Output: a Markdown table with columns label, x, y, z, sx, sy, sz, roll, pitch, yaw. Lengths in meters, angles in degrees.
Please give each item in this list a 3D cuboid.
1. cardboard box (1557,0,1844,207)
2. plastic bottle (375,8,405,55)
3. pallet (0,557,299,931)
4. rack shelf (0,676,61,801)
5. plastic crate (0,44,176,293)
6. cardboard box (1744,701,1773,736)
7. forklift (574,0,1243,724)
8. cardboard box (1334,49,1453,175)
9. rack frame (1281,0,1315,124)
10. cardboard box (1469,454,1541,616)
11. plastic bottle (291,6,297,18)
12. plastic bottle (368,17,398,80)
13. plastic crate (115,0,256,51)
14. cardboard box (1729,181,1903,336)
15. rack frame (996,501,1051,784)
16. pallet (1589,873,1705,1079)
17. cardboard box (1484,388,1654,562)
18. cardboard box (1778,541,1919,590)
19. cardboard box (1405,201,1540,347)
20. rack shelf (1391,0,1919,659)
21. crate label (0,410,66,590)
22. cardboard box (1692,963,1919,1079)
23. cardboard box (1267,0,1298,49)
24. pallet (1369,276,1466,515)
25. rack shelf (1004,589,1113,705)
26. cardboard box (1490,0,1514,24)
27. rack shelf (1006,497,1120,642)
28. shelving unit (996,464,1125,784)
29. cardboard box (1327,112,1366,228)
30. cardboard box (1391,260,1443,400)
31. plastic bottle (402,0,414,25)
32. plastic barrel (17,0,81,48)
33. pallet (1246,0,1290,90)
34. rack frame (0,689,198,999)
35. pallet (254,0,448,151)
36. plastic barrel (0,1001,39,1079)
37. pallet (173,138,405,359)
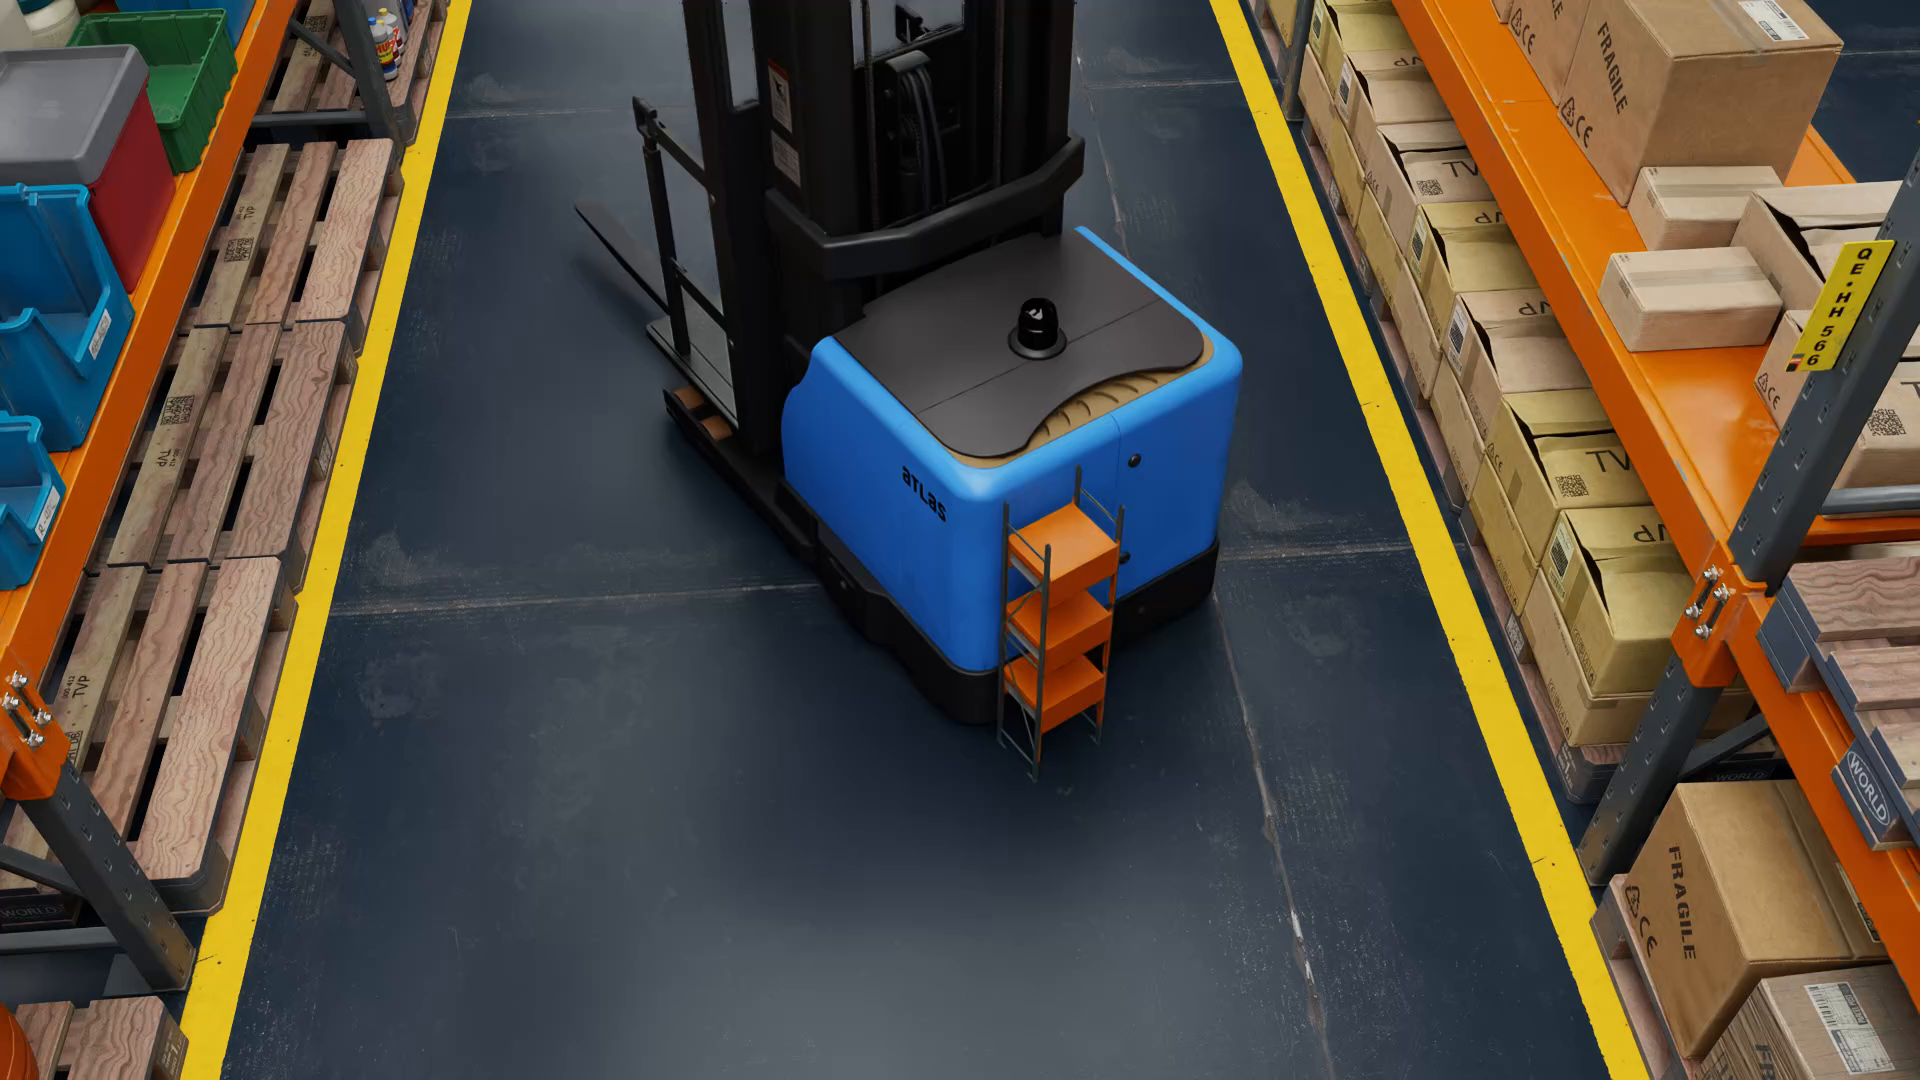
| label | x | y | z | sx | sy | sz | roll | pitch | yaw |
| --- | --- | --- | --- | --- | --- | --- | --- | --- | --- |
| cardboard box | 2.151 | -1.349 | 4.893 | 0.500 | 0.500 | 0.500 | -6 | 47 | -5 |
| plastic bottle | -2.570 | -2.290 | 7.478 | 0.097 | 0.201 | 0.097 | 0 | 47 | 0 |
| pallet | -2.654 | 0.593 | 5.043 | 1.003 | 0.211 | 1.213 | -3 | 47 | -3 |
| rack shelf | -2.461 | 1.891 | 2.388 | 1.077 | 0.370 | 4.000 | -3 | 47 | -3 |
| plastic crate | -2.458 | -1.013 | 4.599 | 0.402 | 0.464 | 0.583 | -3 | 47 | -3 |
| cardboard box | 2.557 | 0.303 | 5.002 | 0.500 | 0.250 | 0.500 | -4 | 47 | -3 |
| forklift | -0.423 | -1.479 | 5.132 | 1.130 | 2.935 | 3.031 | -27 | 52 | -23 |
| cardboard box | 1.796 | -1.710 | 6.522 | 0.500 | 0.311 | 0.500 | -4 | 47 | -4 |
| rack frame | 1.973 | -2.995 | 6.521 | 1.000 | 3.000 | 0.127 | -3 | 47 | -3 |
| cardboard box | 1.974 | -0.039 | 5.325 | 0.500 | 0.250 | 0.500 | -4 | 47 | -4 |
| plastic bottle | -3.175 | -2.526 | 7.649 | 0.152 | 0.276 | 0.135 | -3 | 47 | -3 |
| plastic bottle | -2.553 | -2.167 | 7.313 | 0.097 | 0.271 | 0.097 | 0 | 47 | 0 |
| plastic crate | -2.561 | -1.912 | 5.506 | 0.392 | 0.384 | 0.575 | -3 | 47 | -3 |
| cardboard box | 2.426 | -0.730 | 4.436 | 0.500 | 0.311 | 0.500 | -4 | 47 | -4 |
| rack frame | 0.175 | 0.319 | 4.725 | 0.008 | 1.050 | 0.200 | -27 | 52 | -23 |
| pallet | 2.333 | 1.400 | 4.279 | 1.003 | 0.211 | 1.213 | -3 | 47 | -3 |
| cardboard box | 1.969 | -0.233 | 5.123 | 0.500 | 0.311 | 0.500 | -4 | 47 | -4 |
| cardboard box | 2.557 | 0.110 | 4.798 | 0.500 | 0.311 | 0.500 | -2 | 47 | -2 |
| cardboard box | 1.890 | -0.961 | 5.812 | 0.500 | 0.311 | 0.500 | -2 | 47 | -2 |
| rack shelf | 2.141 | -1.301 | 5.412 | 1.077 | 0.370 | 4.000 | -3 | 47 | -3 |
| crate label | -2.290 | -0.073 | 3.868 | 0.303 | 0.233 | 0.416 | -3 | 47 | -3 |
| cardboard box | 2.111 | 1.332 | 3.841 | 0.500 | 0.500 | 0.500 | -5 | 47 | -5 |
| cardboard box | 1.717 | -2.516 | 7.672 | 0.500 | 0.250 | 0.500 | -3 | 47 | -3 |
| pallet | 2.179 | -0.621 | 6.193 | 1.003 | 0.211 | 1.213 | -3 | 47 | -3 |
| rack shelf | 0.274 | 0.275 | 4.781 | 0.240 | 0.259 | 0.215 | -27 | 52 | -23 |
| cardboard box | 2.065 | -2.092 | 5.596 | 0.500 | 0.500 | 0.500 | 0 | 47 | 0 |
| rack shelf | 0.275 | 0.080 | 4.575 | 0.240 | 0.259 | 0.215 | -27 | 52 | -23 |
| shelving unit | 0.274 | 0.267 | 4.773 | 0.252 | 1.050 | 0.215 | -27 | 52 | -23 |
| cardboard box | 1.802 | -1.517 | 6.726 | 0.500 | 0.250 | 0.500 | -2 | 47 | -2 |
| cardboard box | 1.889 | -0.775 | 6.022 | 0.500 | 0.250 | 0.500 | -3 | 47 | -3 |
| plastic bottle | -2.617 | -2.547 | 7.617 | 0.144 | 0.351 | 0.185 | -2 | 47 | -2 |
| plastic barrel | -3.005 | -1.682 | 5.373 | 0.301 | 0.262 | 0.301 | 0 | 47 | 0 |
| pallet | 1.948 | -2.614 | 8.081 | 1.003 | 0.211 | 1.213 | -3 | 47 | -3 |
| rack frame | -2.628 | 0.197 | 3.497 | 1.000 | 3.000 | 0.127 | -3 | 47 | -3 |
| pallet | -2.978 | -2.227 | 7.713 | 1.003 | 0.211 | 1.213 | -3 | 47 | -3 |
| plastic barrel | -2.570 | 1.152 | 3.799 | 0.600 | 0.830 | 0.708 | -3 | 47 | -3 |
| pallet | -2.859 | -1.172 | 6.715 | 1.003 | 0.211 | 1.213 | -3 | 47 | -3 |
